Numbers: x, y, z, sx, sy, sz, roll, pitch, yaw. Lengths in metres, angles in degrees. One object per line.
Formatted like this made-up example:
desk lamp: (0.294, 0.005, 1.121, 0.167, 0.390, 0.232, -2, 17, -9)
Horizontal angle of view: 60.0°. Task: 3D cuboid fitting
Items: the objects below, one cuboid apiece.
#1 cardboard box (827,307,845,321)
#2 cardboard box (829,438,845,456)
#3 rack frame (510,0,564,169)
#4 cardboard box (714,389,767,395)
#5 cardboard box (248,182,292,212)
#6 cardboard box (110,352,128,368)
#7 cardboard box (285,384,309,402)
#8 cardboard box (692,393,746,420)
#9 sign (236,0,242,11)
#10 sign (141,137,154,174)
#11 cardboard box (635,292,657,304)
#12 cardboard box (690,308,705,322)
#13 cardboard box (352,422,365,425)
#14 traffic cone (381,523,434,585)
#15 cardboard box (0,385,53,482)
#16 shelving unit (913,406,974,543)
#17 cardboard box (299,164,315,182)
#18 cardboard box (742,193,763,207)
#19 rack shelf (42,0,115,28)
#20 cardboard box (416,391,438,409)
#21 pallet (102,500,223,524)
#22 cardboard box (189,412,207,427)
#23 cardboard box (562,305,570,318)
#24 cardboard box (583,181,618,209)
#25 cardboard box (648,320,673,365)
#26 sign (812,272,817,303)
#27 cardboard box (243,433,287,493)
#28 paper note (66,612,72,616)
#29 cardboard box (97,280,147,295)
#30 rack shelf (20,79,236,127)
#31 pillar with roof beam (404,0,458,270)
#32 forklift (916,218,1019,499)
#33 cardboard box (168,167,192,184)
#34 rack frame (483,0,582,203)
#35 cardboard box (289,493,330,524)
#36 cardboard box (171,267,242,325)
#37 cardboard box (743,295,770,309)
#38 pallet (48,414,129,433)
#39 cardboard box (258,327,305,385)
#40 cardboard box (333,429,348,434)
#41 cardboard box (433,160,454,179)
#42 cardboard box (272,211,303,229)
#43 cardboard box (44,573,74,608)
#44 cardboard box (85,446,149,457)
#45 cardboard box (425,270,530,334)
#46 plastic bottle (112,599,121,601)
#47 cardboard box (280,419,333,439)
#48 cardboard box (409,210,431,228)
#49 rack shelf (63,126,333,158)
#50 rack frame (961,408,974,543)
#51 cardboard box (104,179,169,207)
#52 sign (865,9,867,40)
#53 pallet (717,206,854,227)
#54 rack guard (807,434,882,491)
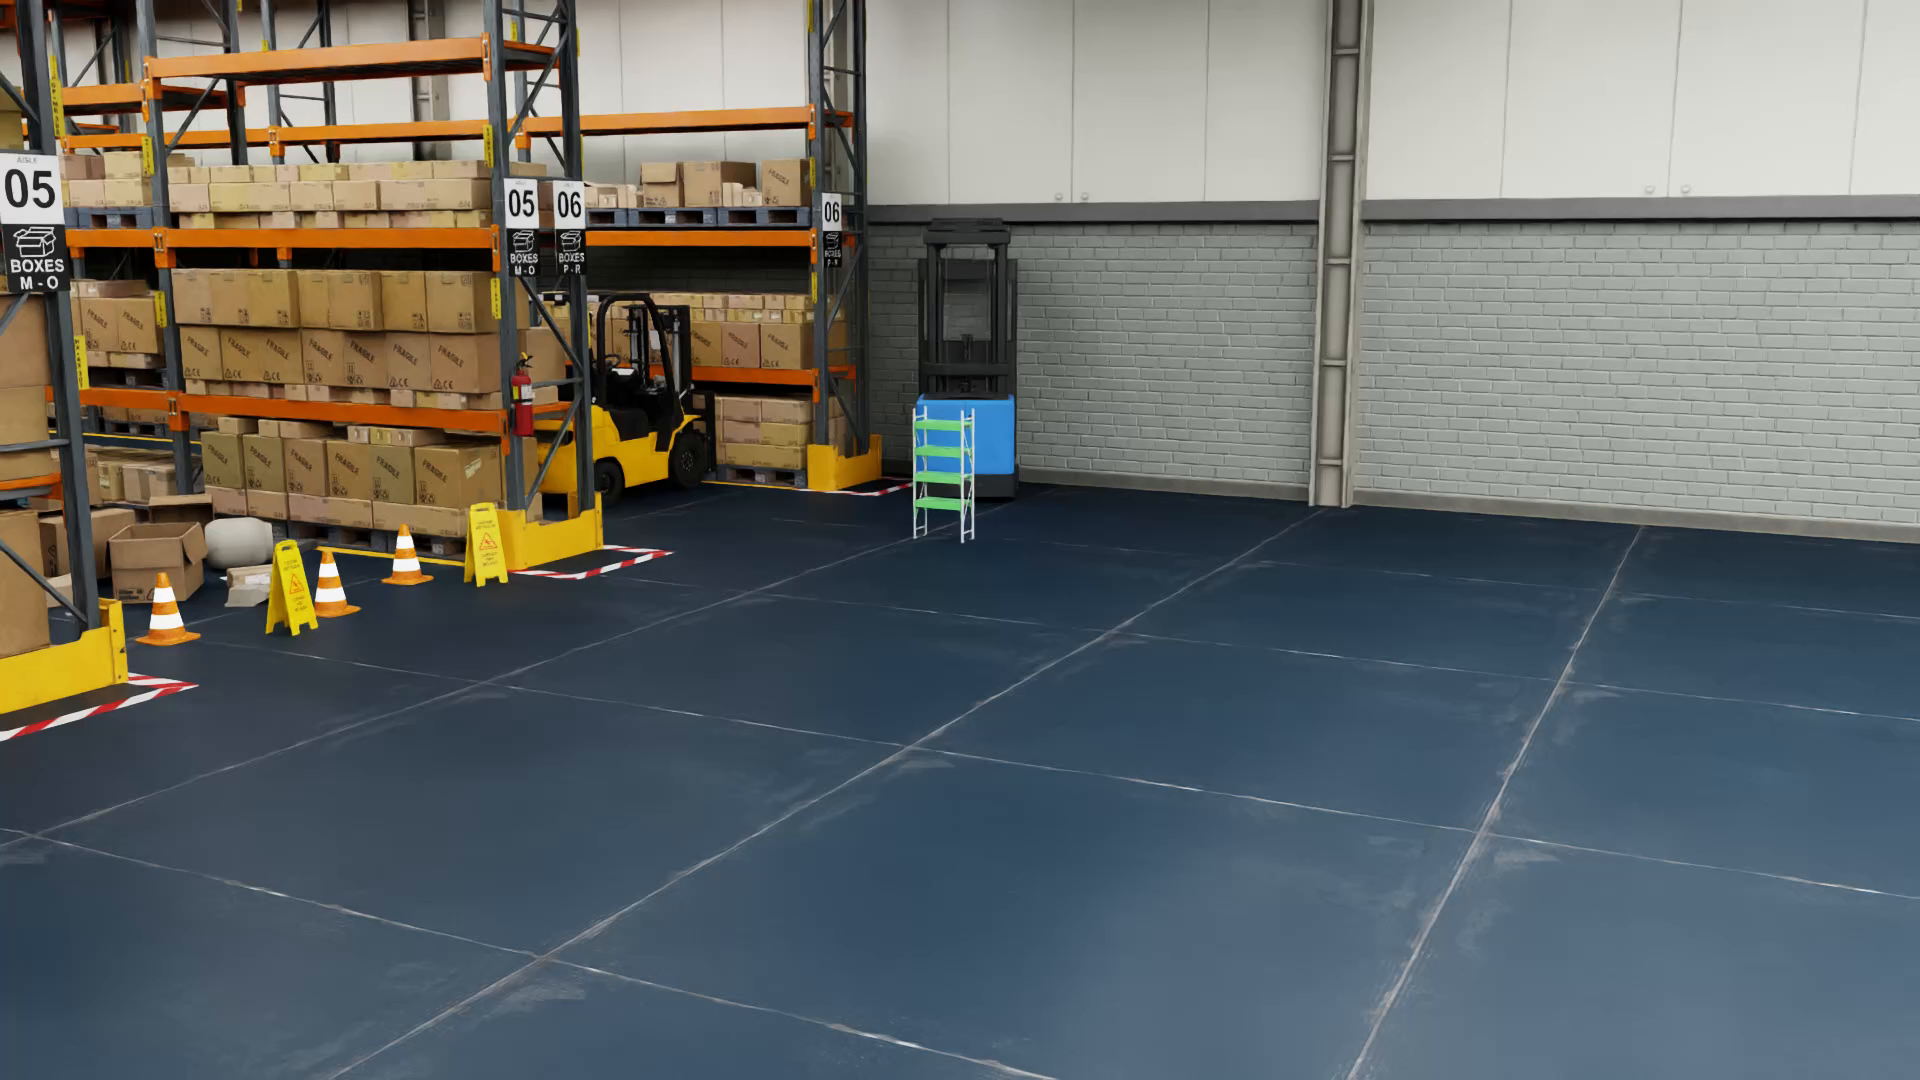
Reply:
cardboard box: (-1.500, -2.552, 18.804, 0.250, 0.149, 0.380, 5, 11, 24)
cardboard box: (-1.665, -1.039, 19.088, 0.500, 0.250, 0.500, 5, 11, 26)
rack frame: (-4.898, -5.382, 19.702, 0.127, 3.000, 1.000, 5, 11, 26)
cardboard box: (-2.551, -1.609, 19.431, 0.500, 0.250, 0.500, 5, 11, 25)
cardboard box: (-5.907, -3.027, 14.695, 0.500, 0.250, 0.500, 5, 11, 26)
cardboard box: (-7.903, -1.740, 15.950, 0.250, 0.149, 0.380, 5, 11, 24)
cardboard box: (-5.807, -1.335, 14.891, 0.250, 0.149, 0.380, 5, 11, 26)
cardboard box: (-2.779, -1.525, 18.966, 0.500, 0.250, 0.500, 5, 11, 27)
sign: (-6.834, -5.173, 15.700, 0.005, 0.325, 0.100, 5, 11, 26)
sign: (-7.333, -3.473, 15.015, 0.005, 0.325, 0.100, 5, 11, 26)
cardboard box: (-3.553, -2.784, 19.251, 0.250, 0.149, 0.380, 5, 11, 26)
cardboard box: (-2.907, -2.563, 18.868, 0.250, 0.149, 0.380, 5, 11, 26)
cardboard box: (-7.342, -1.682, 21.590, 0.625, 0.625, 0.875, 5, 12, 28)
traffic cone: (-4.460, 0.098, 13.387, 0.334, 0.463, 0.336, 5, 11, 26)
cardboard box: (-5.956, -0.619, 9.809, 0.550, 0.550, 0.875, 5, 11, 26)
shelving unit: (-0.148, -0.603, 15.195, 0.503, 1.200, 0.258, 5, 11, 26)
cardboard box: (-5.522, -3.196, 14.509, 0.250, 0.149, 0.380, 5, 12, 27)
cardboard box: (-2.188, -3.740, 18.296, 0.250, 0.149, 0.380, 5, 11, 24)
rack shelf: (-13.866, -7.452, 23.824, 4.000, 0.370, 1.077, 5, 11, 26)
cardboard box: (-4.430, -1.220, 14.252, 0.250, 0.149, 0.380, 5, 11, 25)
pallet: (-7.790, -0.326, 16.440, 1.213, 0.211, 1.003, 5, 11, 26)
cardboard box: (-10.348, -1.841, 22.820, 0.500, 0.500, 0.500, 5, 11, 24)
cardboard box: (-4.495, -2.711, 19.687, 0.250, 0.149, 0.380, 5, 12, 27)
cardboard box: (-4.260, -4.014, 19.353, 0.500, 0.311, 0.500, 5, 12, 27)
cardboard box: (-3.245, -2.282, 19.134, 0.500, 0.500, 0.500, 5, 11, 26)
sign: (-1.563, -2.716, 17.897, 0.005, 0.325, 0.100, 5, 11, 26)
cardboard box: (-6.196, -0.730, 15.277, 0.500, 0.500, 0.500, 6, 12, 28)
paper note: (-6.538, 0.544, 12.198, 0.032, 0.001, 0.123, -7, 12, -33)
cardboard box: (-8.376, -2.521, 16.623, 0.250, 0.149, 0.380, 6, 12, 29)
rack shelf: (-8.884, -4.196, 16.290, 4.000, 0.370, 1.077, 5, 11, 26)
pillar with roof beam: (-8.822, -5.051, 17.872, 0.400, 9.000, 9.100, 5, 11, 26)
forklift: (0.091, -2.089, 18.541, 1.130, 2.935, 3.031, 0, 10, 1)
cardboard box: (-6.953, -3.305, 15.113, 0.250, 0.149, 0.380, 5, 11, 25)
rack frame: (-3.504, -4.274, 13.578, 0.127, 3.000, 1.000, 5, 11, 26)
cardboard box: (-5.721, -0.320, 15.115, 0.500, 0.250, 0.500, 5, 11, 25)
cardboard box: (-6.792, -2.256, 15.347, 0.500, 0.500, 0.700, 5, 11, 25)
cardboard box: (-2.207, -2.655, 18.541, 0.250, 0.149, 0.380, 5, 12, 27)
pallet: (-12.688, -1.743, 24.267, 1.213, 0.211, 1.003, 5, 11, 26)
cardboard box: (-5.915, -1.676, 14.953, 0.500, 0.500, 0.500, 5, 11, 25)
cardboard box: (-5.527, -0.776, 15.533, 0.500, 0.500, 0.500, 6, 12, 29)
cardboard box: (-4.152, -3.073, 13.830, 0.250, 0.149, 0.380, 5, 12, 27)
cardboard box: (-5.802, -2.810, 14.619, 0.250, 0.149, 0.380, 5, 11, 25)
cardboard box: (-6.834, 0.348, 12.562, 0.258, 0.266, 0.396, 7, 13, 36)
cardboard box: (-8.833, -0.702, 16.888, 0.625, 0.372, 0.950, 5, 12, 28)
cardboard box: (-4.058, -2.015, 14.018, 0.500, 0.500, 0.700, 5, 11, 24)
plastic bottle: (-6.424, 0.481, 12.403, 0.283, 0.061, 0.133, 1, 10, 6)
cardboard box: (-5.891, -1.009, 14.998, 0.250, 0.149, 0.380, 6, 12, 29)
cardboard box: (-4.408, -2.699, 14.002, 0.250, 0.149, 0.380, 5, 12, 28)
rack shelf: (-10.279, -5.304, 22.414, 4.000, 0.370, 1.077, 5, 11, 26)
rack frame: (0.070, -0.584, 15.089, 0.015, 1.200, 0.240, 5, 11, 26)
cardboard box: (-7.679, -3.269, 15.689, 0.500, 0.250, 0.500, 5, 11, 25)
sign: (-1.060, -5.693, 18.350, 0.005, 0.325, 0.100, 5, 11, 26)
pallet: (-1.933, -3.608, 18.566, 1.213, 0.211, 1.003, 5, 11, 26)
rack guard: (-1.289, -0.883, 18.707, 0.348, 0.500, 1.175, 5, 11, 26)
